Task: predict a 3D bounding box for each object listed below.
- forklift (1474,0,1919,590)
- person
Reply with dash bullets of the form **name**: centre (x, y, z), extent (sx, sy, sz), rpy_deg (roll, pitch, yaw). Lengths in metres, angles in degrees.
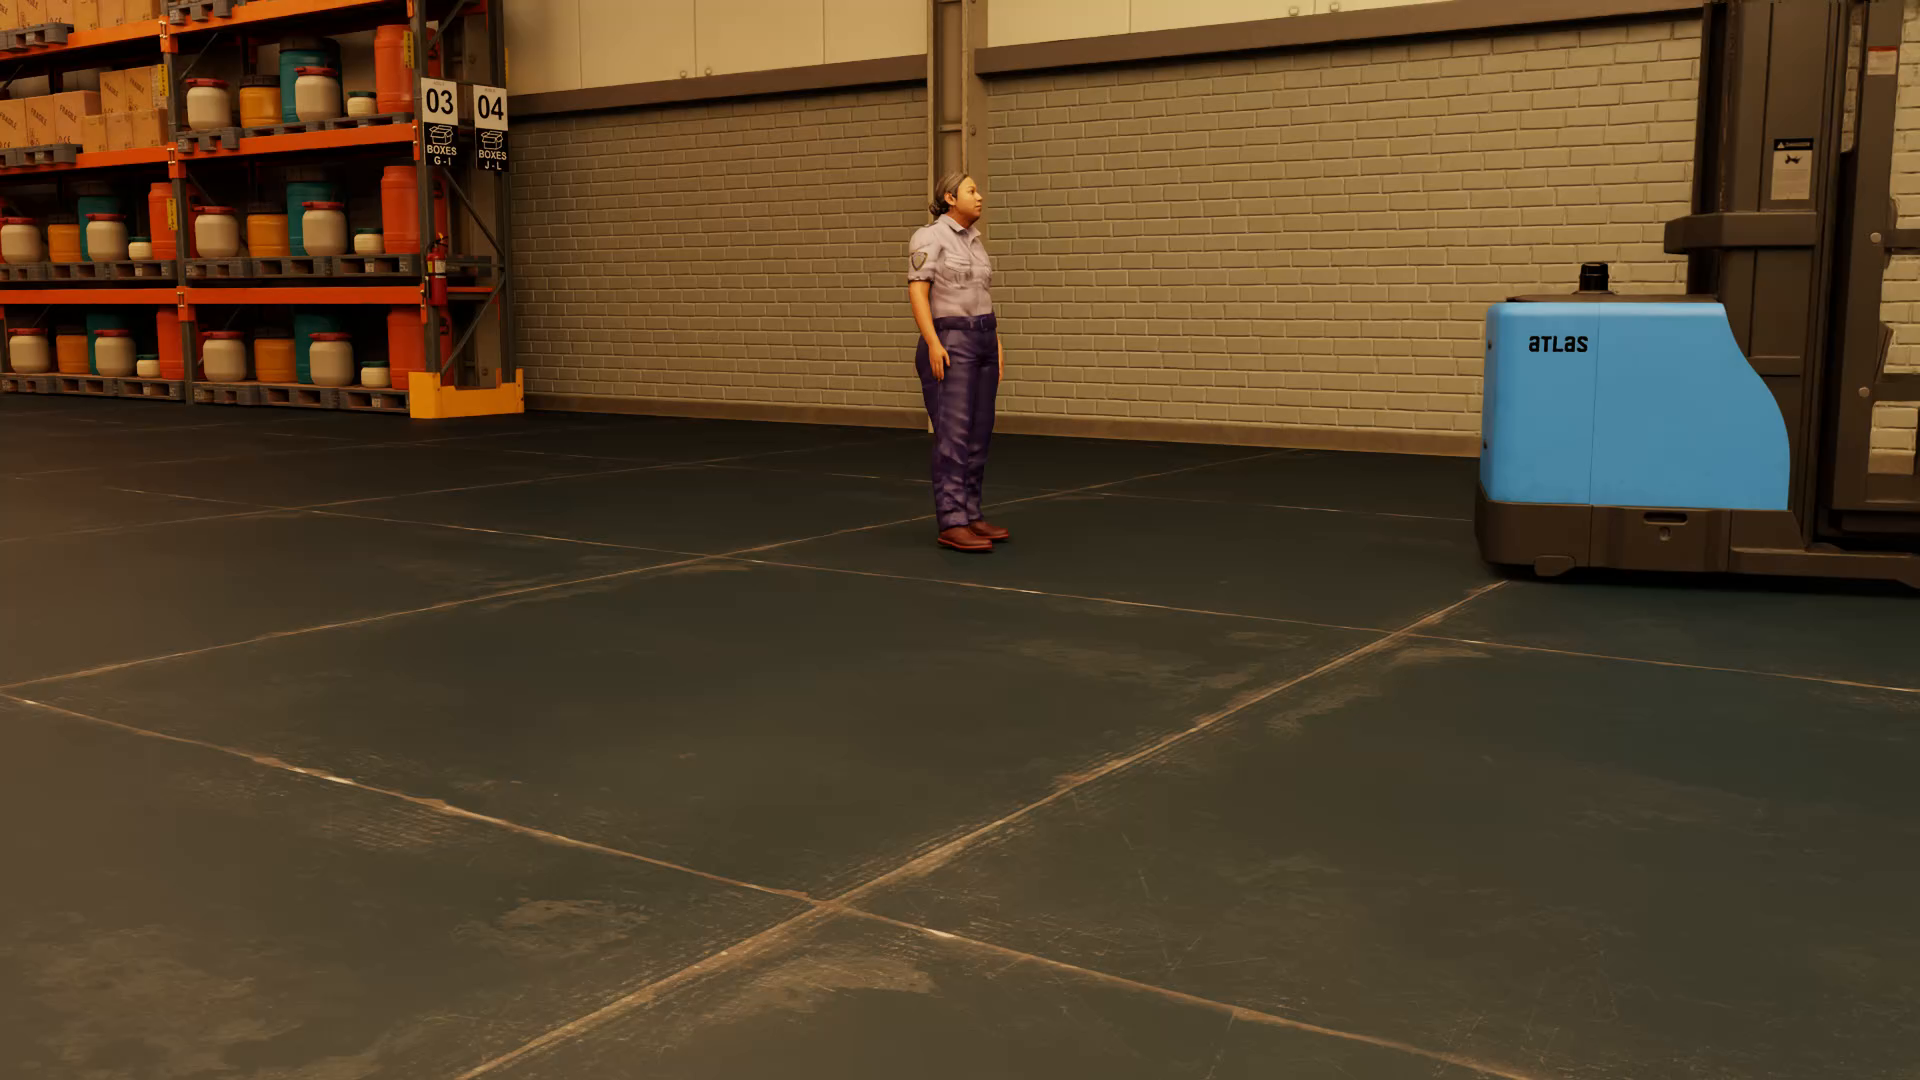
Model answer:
- **forklift**: centre (3.634, -1.306, 6.377), extent (3.031, 2.935, 1.130), rpy_deg (2, 8, 14)
- **person**: centre (0.062, -0.808, 7.419), extent (0.502, 1.641, 0.598), rpy_deg (5, 10, 34)
